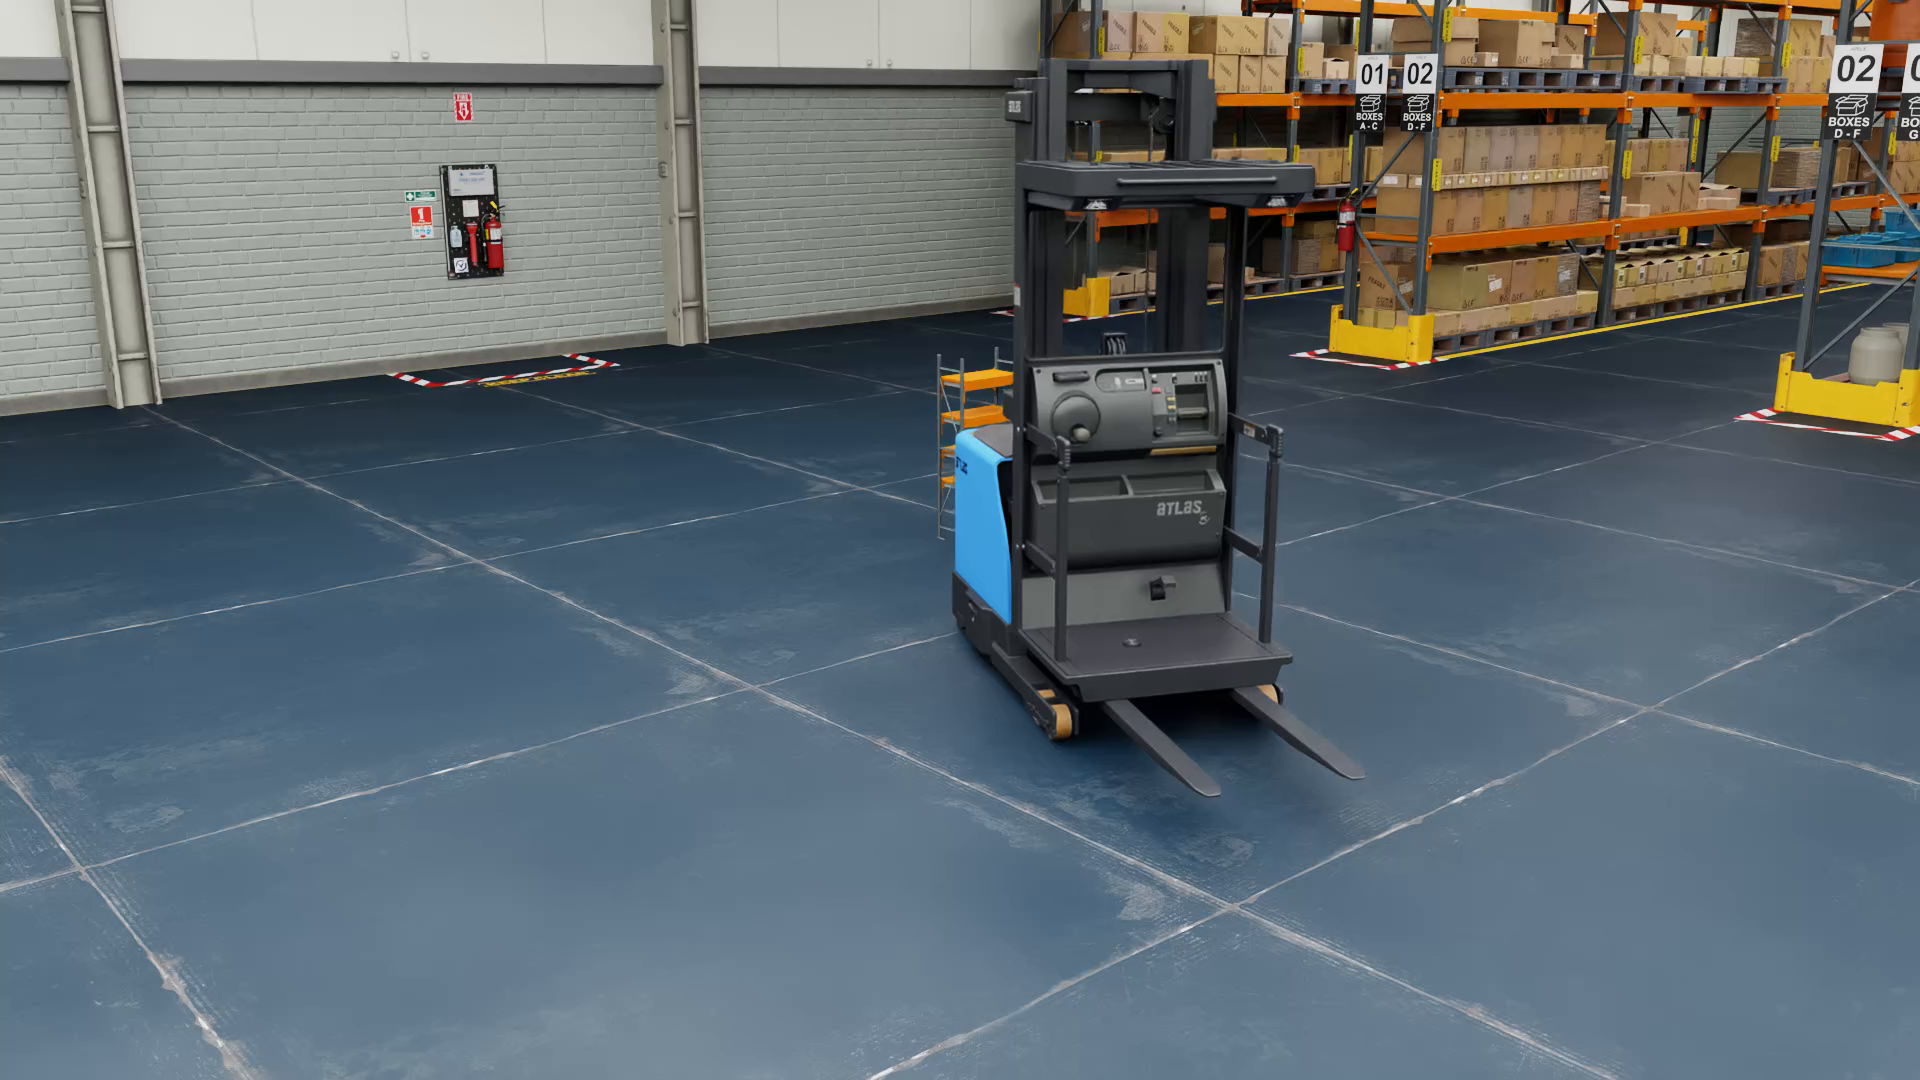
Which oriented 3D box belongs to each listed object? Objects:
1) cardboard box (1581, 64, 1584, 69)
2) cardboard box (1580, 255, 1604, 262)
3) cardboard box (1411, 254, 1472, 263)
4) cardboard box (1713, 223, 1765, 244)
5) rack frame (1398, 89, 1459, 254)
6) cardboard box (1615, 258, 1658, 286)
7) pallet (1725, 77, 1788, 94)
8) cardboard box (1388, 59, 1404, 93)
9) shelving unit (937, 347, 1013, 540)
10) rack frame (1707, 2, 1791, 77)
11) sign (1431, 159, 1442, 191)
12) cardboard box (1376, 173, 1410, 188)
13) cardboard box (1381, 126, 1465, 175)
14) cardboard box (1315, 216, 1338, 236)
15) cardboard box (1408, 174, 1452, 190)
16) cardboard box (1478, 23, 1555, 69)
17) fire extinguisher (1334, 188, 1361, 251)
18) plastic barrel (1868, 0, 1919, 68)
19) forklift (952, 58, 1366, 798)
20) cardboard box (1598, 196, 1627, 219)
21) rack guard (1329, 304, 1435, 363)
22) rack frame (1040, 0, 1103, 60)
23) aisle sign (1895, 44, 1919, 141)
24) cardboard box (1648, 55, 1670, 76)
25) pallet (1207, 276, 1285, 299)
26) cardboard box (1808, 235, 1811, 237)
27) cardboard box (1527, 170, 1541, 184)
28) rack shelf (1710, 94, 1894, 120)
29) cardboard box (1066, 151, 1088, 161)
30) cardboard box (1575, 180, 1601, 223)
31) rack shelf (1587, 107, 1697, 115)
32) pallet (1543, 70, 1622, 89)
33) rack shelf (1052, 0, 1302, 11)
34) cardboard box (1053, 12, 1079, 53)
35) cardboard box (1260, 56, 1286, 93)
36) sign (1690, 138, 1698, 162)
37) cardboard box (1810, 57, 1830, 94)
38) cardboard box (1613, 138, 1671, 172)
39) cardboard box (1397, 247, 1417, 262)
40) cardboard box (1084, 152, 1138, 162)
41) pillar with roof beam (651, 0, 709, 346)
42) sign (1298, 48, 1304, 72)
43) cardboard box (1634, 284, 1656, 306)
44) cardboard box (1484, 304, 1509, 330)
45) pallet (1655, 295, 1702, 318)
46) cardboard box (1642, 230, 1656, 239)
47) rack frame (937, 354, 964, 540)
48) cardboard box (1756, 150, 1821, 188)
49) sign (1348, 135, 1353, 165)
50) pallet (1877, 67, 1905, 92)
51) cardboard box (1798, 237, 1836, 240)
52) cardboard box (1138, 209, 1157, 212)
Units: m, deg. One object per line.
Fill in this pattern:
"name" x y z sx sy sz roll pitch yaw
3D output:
"cardboard box" 11.153 -8.191 29.072 0.500 0.250 0.500 -13 20 -40
"cardboard box" 8.184 -3.537 21.607 0.500 0.311 0.500 -12 19 -38
"cardboard box" 5.615 -3.058 19.448 0.500 0.500 0.500 -13 19 -39
"cardboard box" 11.287 -4.437 24.088 0.500 0.250 0.500 -12 19 -37
"rack frame" 7.441 -5.819 26.724 0.127 3.000 1.000 -13 19 -39
"cardboard box" 8.535 -3.429 21.201 0.500 0.311 0.500 -13 20 -40
"pallet" 10.243 -6.081 22.257 1.003 0.211 1.213 -12 19 -37
"cardboard box" 6.402 -7.127 25.566 0.637 0.503 0.797 -9 18 -32
"shelving unit" 0.125 -0.608 10.700 0.503 1.200 0.258 -13 19 -39
"rack frame" 10.696 -7.754 22.341 0.127 3.000 1.000 -13 19 -39
"sign" 5.021 -3.848 17.512 0.005 0.325 0.100 -13 19 -39
"cardboard box" 4.824 -3.964 18.326 0.250 0.149 0.380 -13 20 -40
"cardboard box" 5.061 -4.261 18.182 0.500 0.500 0.700 -13 19 -39
"cardboard box" 5.688 -4.801 25.449 0.500 0.250 0.500 -13 20 -41
"cardboard box" 5.098 -3.887 18.037 0.250 0.149 0.380 -13 20 -40
"cardboard box" 6.353 -5.693 19.154 0.637 0.503 0.797 -10 18 -33
"fire extinguisher" 4.267 -3.533 18.315 0.183 0.674 0.296 -13 19 -39
"plastic barrel" 8.193 -4.502 14.333 0.708 0.830 0.600 -13 19 -39
"forklift" 0.846 -0.634 7.443 1.130 2.935 3.031 -4 15 -15
"cardboard box" 8.021 -4.197 20.942 0.500 0.250 0.500 -11 19 -36
"rack guard" 4.643 -2.289 18.349 0.348 0.500 1.175 -13 19 -39
"rack frame" 1.406 -7.362 20.876 0.127 3.000 1.000 -13 19 -39
"aisle sign" 8.048 -3.722 13.835 0.004 0.787 0.394 -13 19 -39
"cardboard box" 8.562 -5.954 20.891 0.500 0.250 0.500 14 20 42
"pallet" 3.940 -3.674 24.095 1.213 0.211 1.003 -13 19 -39
"cardboard box" 12.793 -4.411 25.443 0.500 0.500 0.500 -12 19 -39
"cardboard box" 6.457 -4.192 19.179 0.250 0.149 0.380 -12 19 -38
"rack shelf" 12.205 -6.296 24.090 4.000 0.370 1.077 -13 19 -39
"cardboard box" 1.622 -4.885 22.024 0.500 0.500 0.500 -13 20 -40
"cardboard box" 7.348 -4.150 20.280 0.500 0.500 0.700 -13 20 -41
"rack shelf" 11.968 -7.937 30.234 4.000 0.370 1.077 -13 19 -39
"pallet" 7.052 -5.435 19.643 1.213 0.211 1.003 -13 19 -39
"rack shelf" 2.915 -7.352 22.237 4.000 0.370 1.077 -13 19 -39
"cardboard box" 1.560 -6.578 21.582 0.500 0.500 0.500 -12 19 -37
"cardboard box" 4.203 -6.515 23.282 0.500 0.500 0.500 -12 19 -38
"sign" 10.333 -5.481 23.366 0.005 0.325 0.100 -13 19 -39
"cardboard box" 11.780 -6.608 23.670 0.500 0.500 0.910 -13 19 -39
"cardboard box" 12.557 -7.106 30.958 0.700 0.700 0.980 -13 20 -40
"cardboard box" 6.932 -4.692 26.495 0.500 0.500 0.700 -12 19 -39
"cardboard box" 1.964 -4.786 21.654 0.500 0.500 0.500 -13 19 -39
"pillar with roof beam" -0.334 -5.795 15.007 0.400 9.000 9.100 -13 19 -39
"sign" 4.786 -6.736 23.342 0.005 0.325 0.100 -13 19 -39
"cardboard box" 8.532 -3.159 21.278 0.500 0.250 0.500 -12 19 -38
"cardboard box" 5.964 -2.592 19.157 0.500 0.250 0.500 -13 19 -39
"pallet" 9.129 -3.171 22.212 1.213 0.211 1.003 -13 19 -39
"cardboard box" 12.636 -5.947 31.231 0.500 0.500 0.700 -13 20 -40
"rack frame" -0.059 -0.566 10.545 0.015 1.200 0.240 -13 19 -39
"cardboard box" 11.912 -5.353 23.971 0.500 0.500 0.700 -9 17 -29
"sign" 4.315 -4.282 18.266 0.005 0.325 0.100 -13 19 -39
"pallet" 8.598 -4.014 14.520 1.213 0.211 1.003 -13 19 -39
"cardboard box" 12.772 -4.232 24.771 0.500 0.500 0.500 -12 19 -39
"cardboard box" 2.365 -4.513 22.084 0.500 0.250 0.500 -13 20 -41
